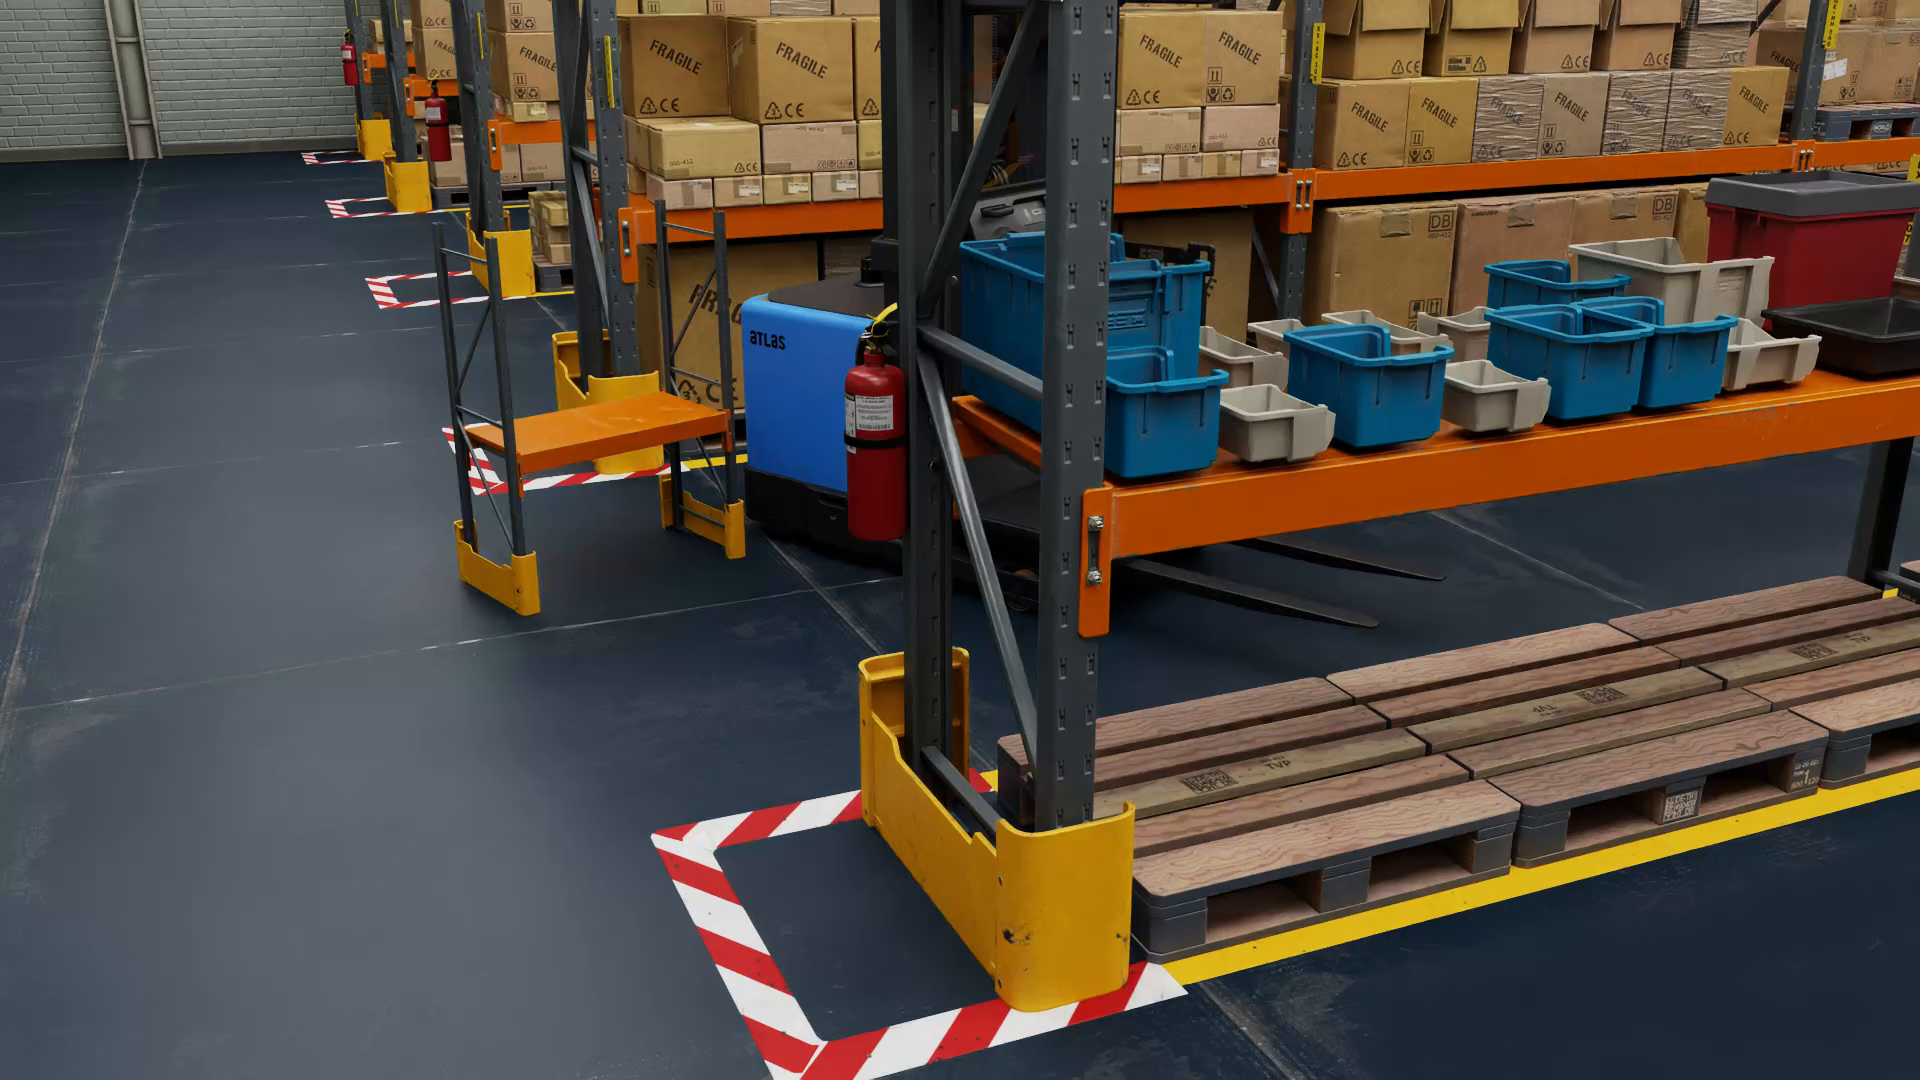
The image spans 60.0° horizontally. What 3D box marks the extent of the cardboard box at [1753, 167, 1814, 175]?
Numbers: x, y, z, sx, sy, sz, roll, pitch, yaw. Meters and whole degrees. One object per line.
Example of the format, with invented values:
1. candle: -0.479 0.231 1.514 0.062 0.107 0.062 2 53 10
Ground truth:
1. cardboard box: 8.700 -4.425 18.139 0.875 0.875 0.875 -8 21 -22

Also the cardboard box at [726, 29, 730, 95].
1. cardboard box: -1.827 -3.839 13.310 0.500 0.500 0.500 -9 21 -23

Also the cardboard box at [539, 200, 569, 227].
1. cardboard box: -3.134 -2.568 13.064 0.250 0.149 0.380 -9 21 -24

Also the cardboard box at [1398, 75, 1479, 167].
1. cardboard box: 2.777 -2.567 10.146 0.500 0.500 0.500 -8 21 -22

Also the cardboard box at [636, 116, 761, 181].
1. cardboard box: -1.331 -1.994 8.445 0.500 0.250 0.500 -9 21 -23

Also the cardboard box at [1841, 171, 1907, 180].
1. cardboard box: 6.554 -2.548 12.214 0.500 0.250 0.500 -6 20 -16

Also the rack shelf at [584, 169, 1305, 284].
1. rack shelf: -0.042 -1.867 9.391 4.000 0.370 1.077 -8 21 -22

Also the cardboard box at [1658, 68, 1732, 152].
1. cardboard box: 4.652 -2.839 10.917 0.500 0.500 0.500 -8 21 -22

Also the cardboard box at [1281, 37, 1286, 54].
1. cardboard box: 2.837 -4.466 14.989 0.250 0.149 0.380 -8 21 -21

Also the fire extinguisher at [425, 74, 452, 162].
1. fire extinguisher: -4.164 -3.364 13.238 0.183 0.674 0.296 -8 21 -22

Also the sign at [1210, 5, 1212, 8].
1. sign: 1.571 -3.142 10.306 0.005 0.325 0.100 -8 21 -22

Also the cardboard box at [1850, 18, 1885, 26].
1. cardboard box: 9.558 -5.468 18.308 0.550 0.550 0.875 -8 21 -22

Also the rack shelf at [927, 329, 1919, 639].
1. rack shelf: 1.920 -0.357 5.101 4.000 0.370 1.077 -8 21 -22

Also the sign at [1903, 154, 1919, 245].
1. sign: 3.540 -1.258 6.160 0.005 0.325 0.100 -8 21 -22

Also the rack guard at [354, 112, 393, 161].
1. rack guard: -7.703 -5.309 21.849 0.348 0.500 1.175 -8 21 -22

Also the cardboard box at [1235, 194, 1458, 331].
1. cardboard box: 2.374 -1.756 10.558 0.875 0.875 1.225 -8 21 -22

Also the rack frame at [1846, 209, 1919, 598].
1. rack frame: 3.756 -0.959 5.729 0.127 3.000 1.000 -8 21 -22

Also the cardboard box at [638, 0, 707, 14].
1. cardboard box: -2.285 -4.236 12.933 0.500 0.500 0.500 -9 21 -23

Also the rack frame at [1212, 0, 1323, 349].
1. rack frame: 1.795 -2.469 10.019 0.127 3.000 1.000 -8 21 -22

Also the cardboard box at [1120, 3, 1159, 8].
1. cardboard box: 2.047 -6.392 19.928 0.500 0.500 0.500 -9 21 -23

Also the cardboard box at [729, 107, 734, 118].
1. cardboard box: -1.072 -2.224 9.100 0.500 0.250 0.500 -9 21 -23

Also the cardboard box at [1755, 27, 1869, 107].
1. cardboard box: 5.947 -3.324 11.663 0.500 0.500 0.500 -11 22 -29

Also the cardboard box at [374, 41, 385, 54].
1. cardboard box: -7.363 -6.320 21.332 0.250 0.149 0.380 -8 21 -22

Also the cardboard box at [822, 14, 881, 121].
1. cardboard box: -0.398 -2.483 8.707 0.500 0.500 0.500 -9 21 -23

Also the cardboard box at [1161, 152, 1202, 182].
1. cardboard box: 1.172 -2.143 9.471 0.250 0.149 0.380 -9 21 -23

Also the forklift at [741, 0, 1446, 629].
1. forklift: 0.492 -1.255 6.673 3.031 2.935 1.130 15 24 35

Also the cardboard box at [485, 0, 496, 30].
1. cardboard box: -3.429 -4.264 13.012 0.500 0.500 0.500 -9 21 -23

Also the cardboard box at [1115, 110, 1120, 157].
1. cardboard box: 0.550 -2.265 9.216 0.500 0.250 0.500 -8 21 -21

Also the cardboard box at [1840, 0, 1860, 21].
1. cardboard box: 9.113 -5.875 17.839 0.500 0.550 0.875 -8 21 -22

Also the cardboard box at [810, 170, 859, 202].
1. cardboard box: -0.713 -1.873 8.705 0.250 0.149 0.380 -8 21 -23

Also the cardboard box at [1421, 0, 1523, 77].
1. cardboard box: 3.013 -3.163 10.328 0.637 0.503 0.797 -8 21 -21

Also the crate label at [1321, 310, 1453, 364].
1. crate label: 1.279 -0.577 4.951 0.243 0.136 0.396 -8 21 -22

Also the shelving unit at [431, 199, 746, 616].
1. shelving unit: -1.533 -0.592 6.946 1.083 1.500 0.587 -16 25 -39

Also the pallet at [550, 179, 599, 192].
1. pallet: -3.982 -3.938 18.389 1.213 0.211 1.003 -8 21 -22

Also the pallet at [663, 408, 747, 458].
1. pallet: -1.175 -0.757 9.354 1.213 0.211 1.003 -8 21 -22

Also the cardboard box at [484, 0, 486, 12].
1. cardboard box: -4.778 -5.530 17.056 0.500 0.500 0.500 -9 21 -23

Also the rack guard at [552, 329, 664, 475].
1. rack guard: -1.900 -0.761 8.931 0.348 0.500 1.175 -8 21 -22

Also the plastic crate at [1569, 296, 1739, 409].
1. plastic crate: 1.925 -0.527 4.664 0.300 0.233 0.416 -8 21 -22

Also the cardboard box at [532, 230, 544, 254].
1. cardboard box: -3.349 -2.455 13.639 0.250 0.149 0.380 -8 21 -21

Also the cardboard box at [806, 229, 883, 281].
1. cardboard box: -0.487 -1.367 9.456 0.875 0.875 0.875 -8 21 -22

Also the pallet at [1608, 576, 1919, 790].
1. pallet: 3.097 0.465 5.884 1.213 0.211 1.003 -8 21 -22

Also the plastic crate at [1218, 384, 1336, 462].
1. plastic crate: 0.768 -0.286 4.124 0.298 0.136 0.250 -8 21 -22

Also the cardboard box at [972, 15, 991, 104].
1. cardboard box: 0.322 -2.775 9.537 0.500 0.500 0.500 -9 21 -24

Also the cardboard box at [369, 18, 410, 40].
1. cardboard box: -7.456 -6.689 21.782 0.500 0.250 0.500 -8 21 -20

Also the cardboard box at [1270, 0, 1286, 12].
1. cardboard box: 3.951 -6.667 20.710 0.500 0.500 0.500 -7 21 -20

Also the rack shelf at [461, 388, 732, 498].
1. rack shelf: -1.527 -0.425 7.011 1.000 0.185 0.538 -16 25 -39

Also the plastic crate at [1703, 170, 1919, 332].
1. plastic crate: 2.837 -0.977 5.592 0.583 0.464 0.402 -8 21 -22
